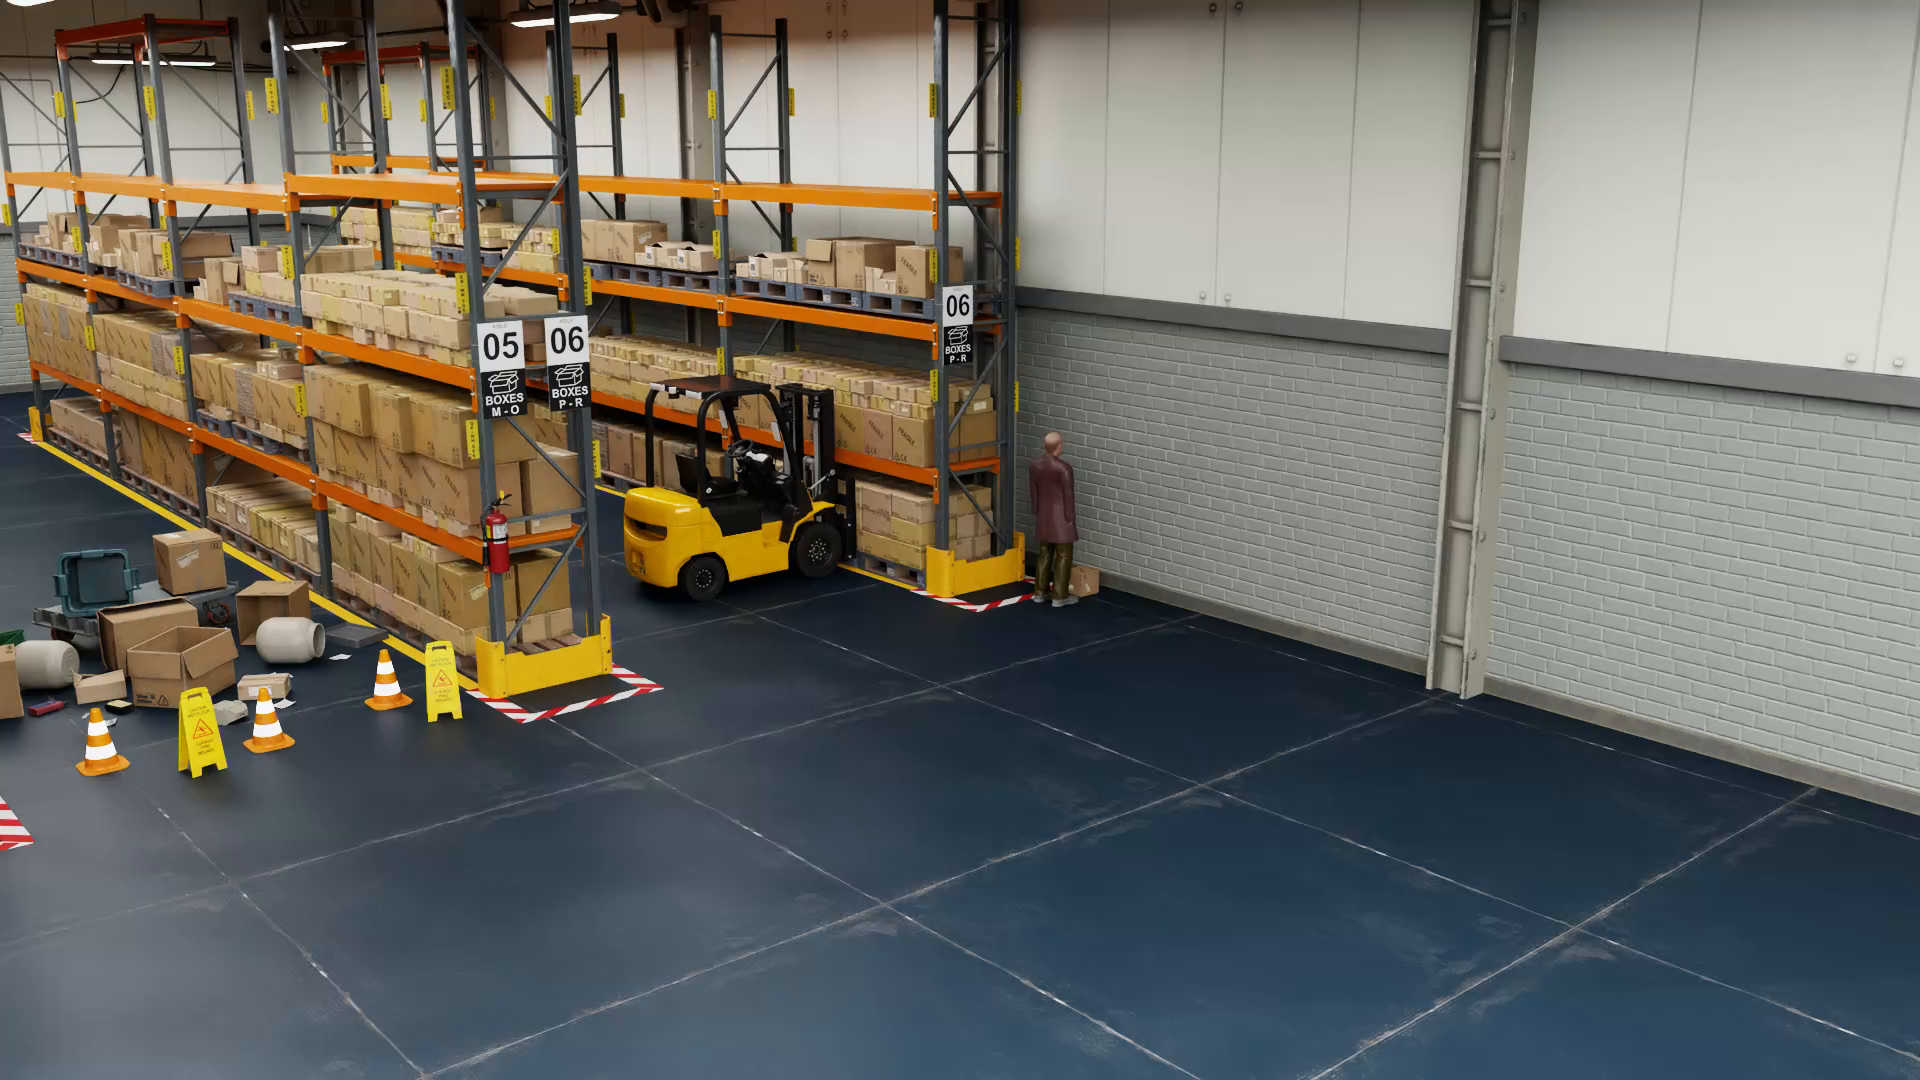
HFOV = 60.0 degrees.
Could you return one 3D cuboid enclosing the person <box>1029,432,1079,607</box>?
[{"bbox_3d":[0.962,-0.223,16.948,0.562,1.774,0.377,13,19,41],"label":"person"}]
